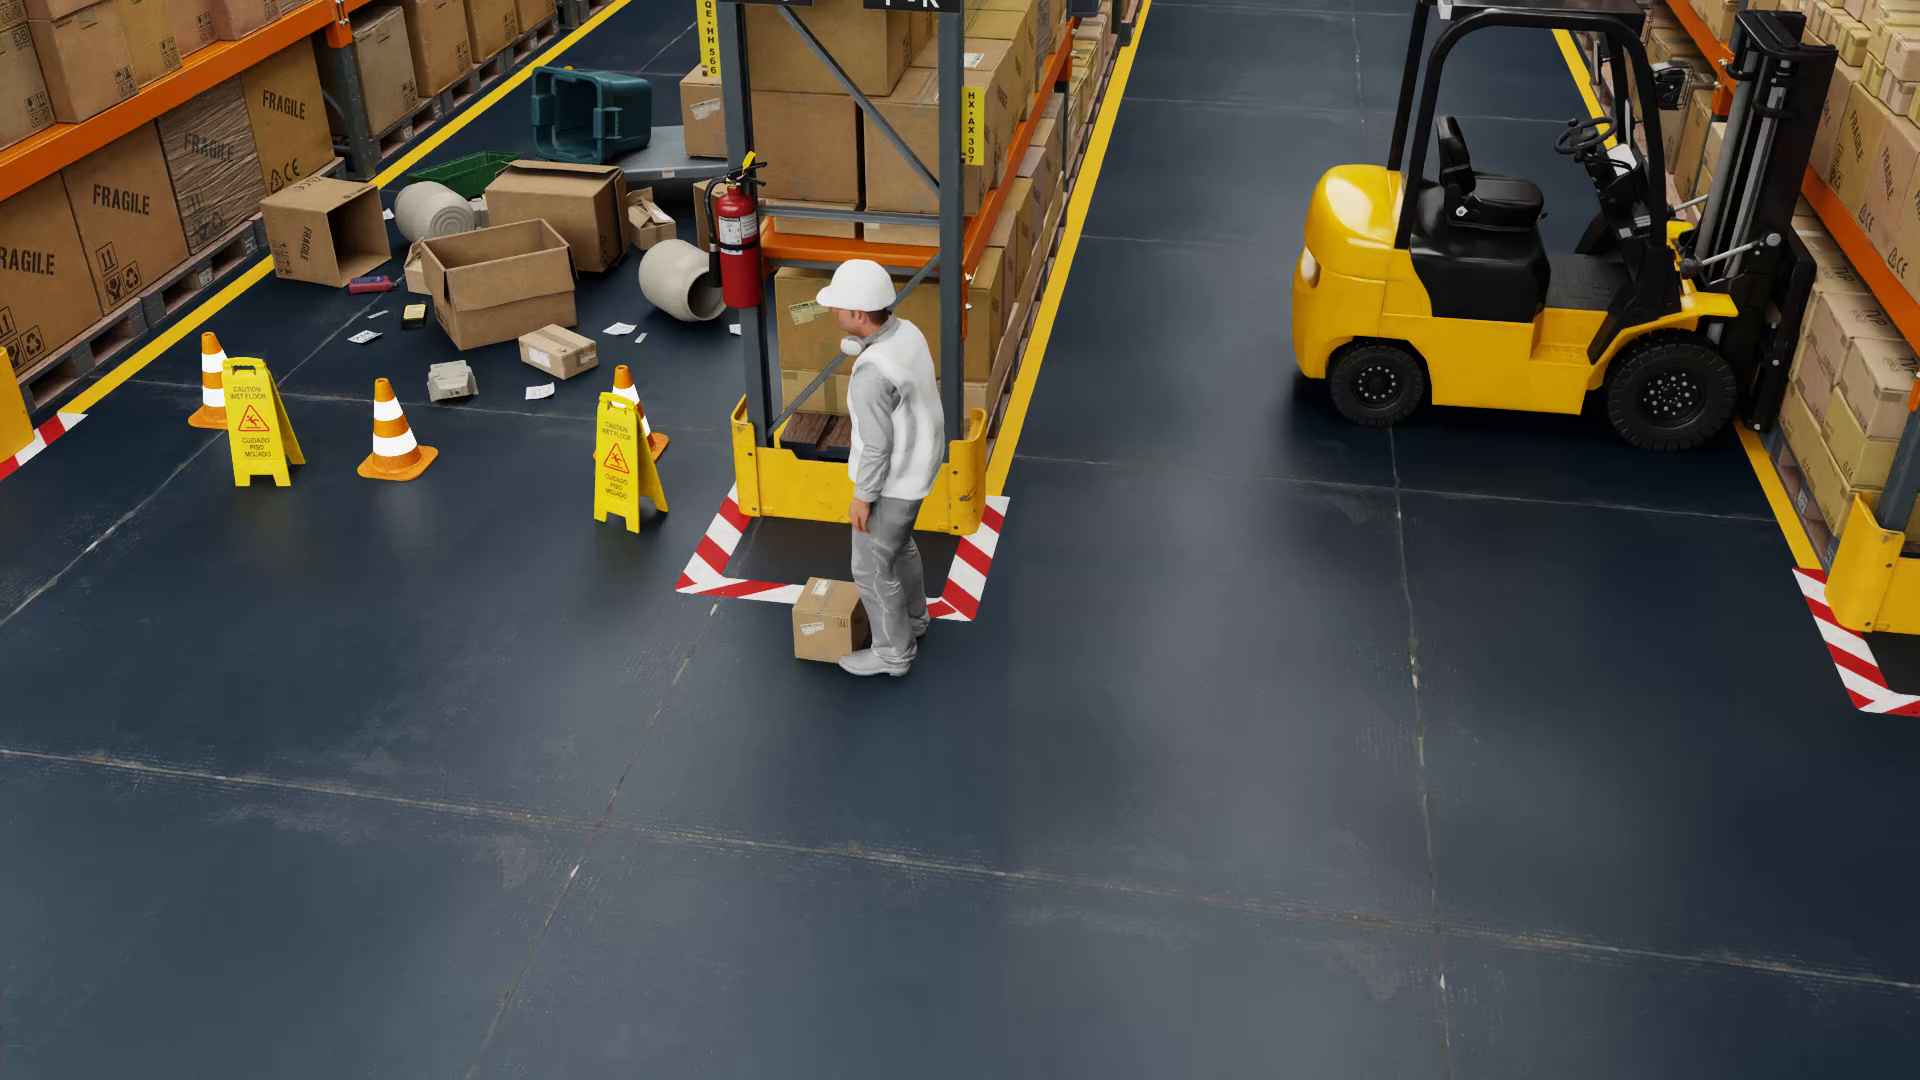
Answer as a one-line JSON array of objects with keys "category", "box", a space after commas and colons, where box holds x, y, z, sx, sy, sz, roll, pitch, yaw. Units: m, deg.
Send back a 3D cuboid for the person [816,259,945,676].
[{"category": "person", "box": [-0.297, -0.273, 6.546, 0.466, 1.771, 0.585, 8, 33, 12]}]
